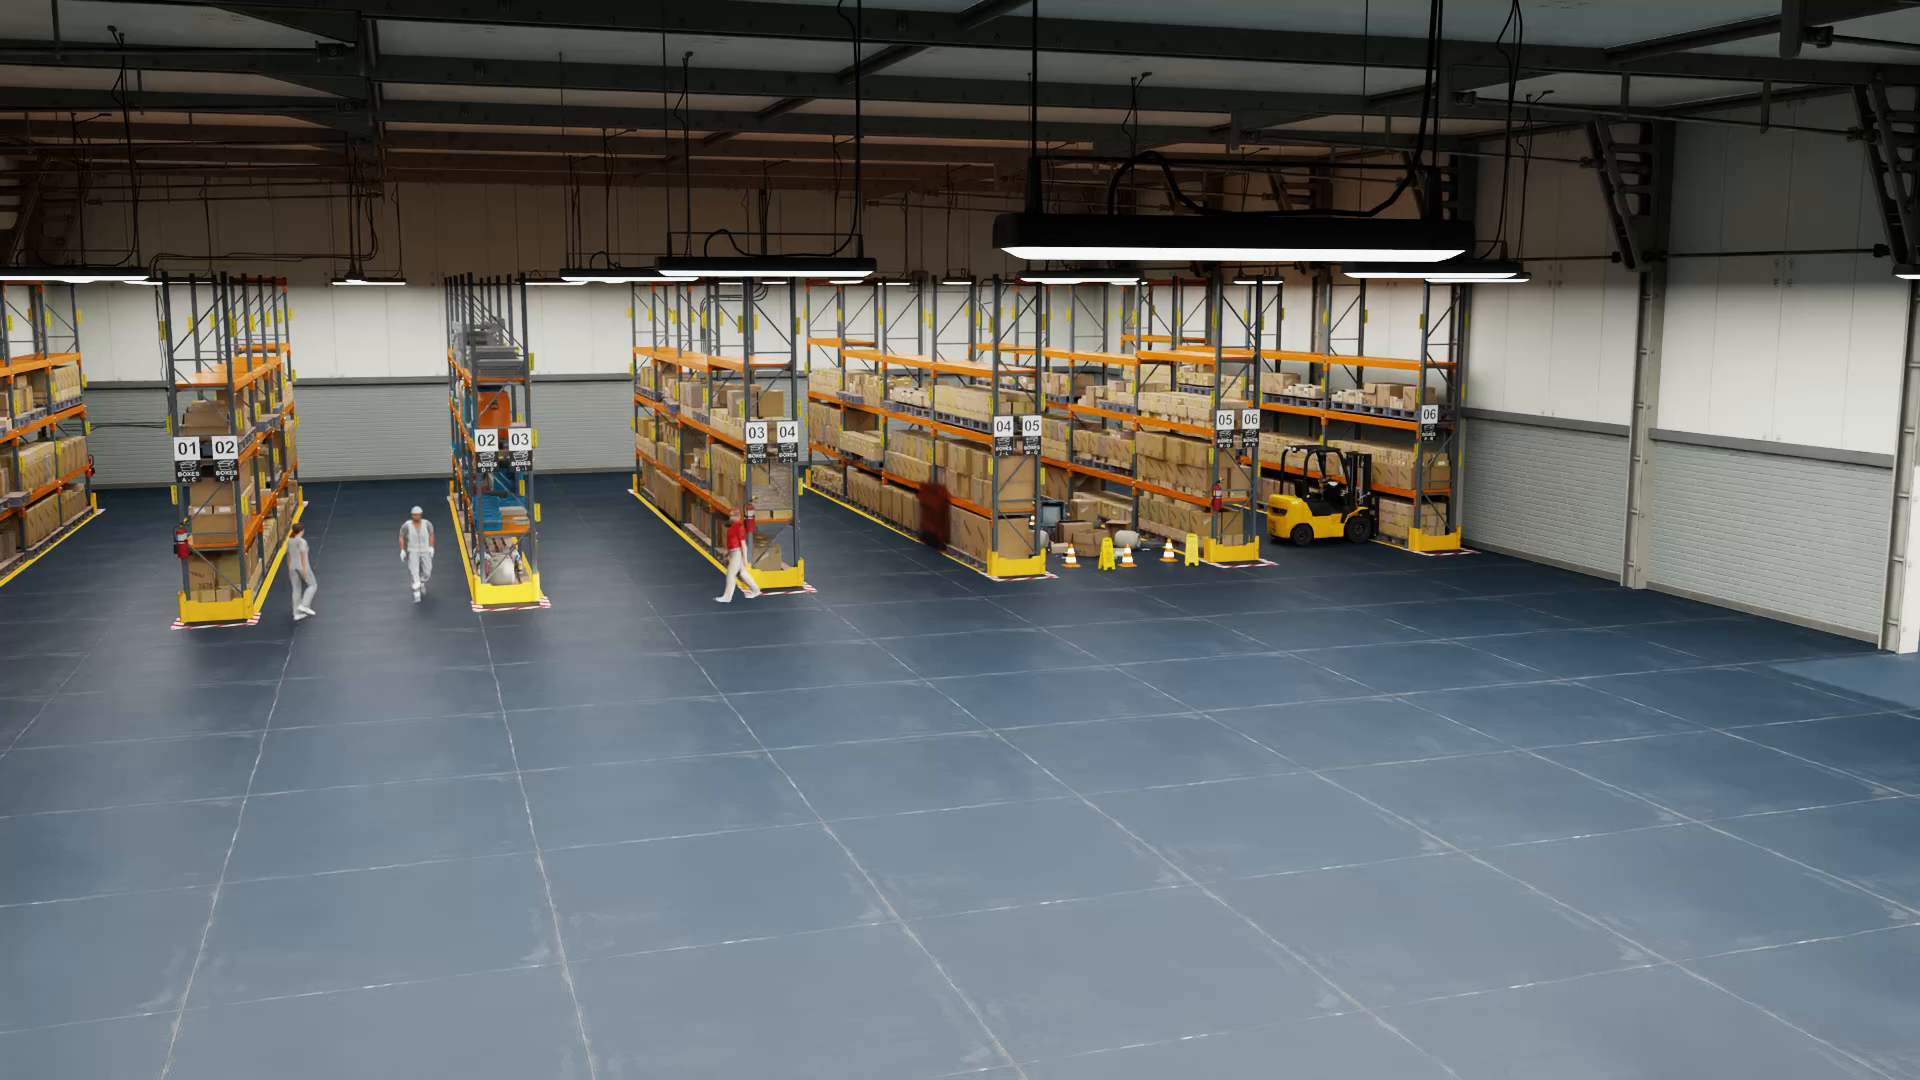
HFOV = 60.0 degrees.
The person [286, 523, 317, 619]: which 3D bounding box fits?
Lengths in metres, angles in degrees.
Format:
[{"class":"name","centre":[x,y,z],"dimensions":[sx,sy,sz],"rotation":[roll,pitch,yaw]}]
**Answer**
[{"class":"person","centre":[-11.523,0.533,28.988],"dimensions":[0.489,1.656,0.470],"rotation":[1,9,6]}]

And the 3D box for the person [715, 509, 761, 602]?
[{"class":"person","centre":[-4.111,0.276,30.663],"dimensions":[0.903,1.697,0.558],"rotation":[-3,9,-16]}]

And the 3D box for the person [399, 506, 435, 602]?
[{"class":"person","centre":[-10.051,0.231,30.764],"dimensions":[0.628,1.767,0.689],"rotation":[-4,10,-27]}]
